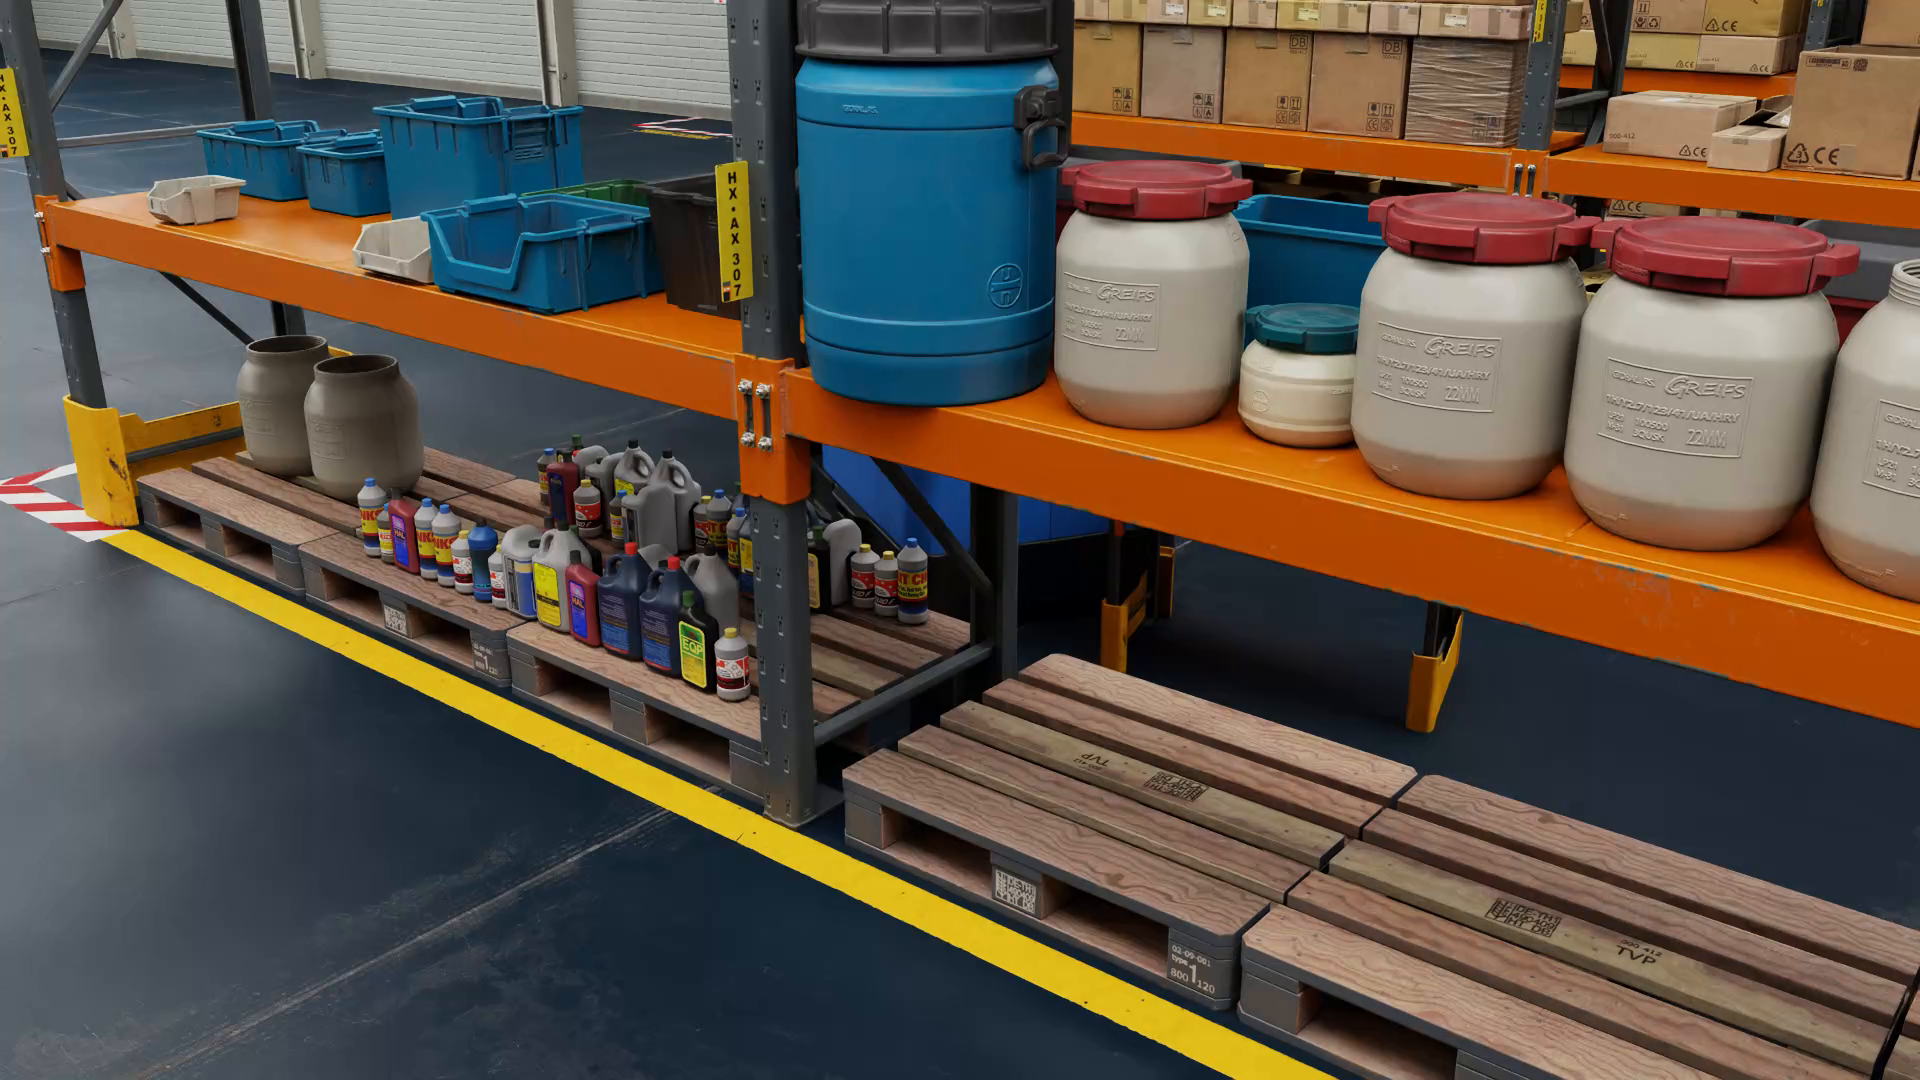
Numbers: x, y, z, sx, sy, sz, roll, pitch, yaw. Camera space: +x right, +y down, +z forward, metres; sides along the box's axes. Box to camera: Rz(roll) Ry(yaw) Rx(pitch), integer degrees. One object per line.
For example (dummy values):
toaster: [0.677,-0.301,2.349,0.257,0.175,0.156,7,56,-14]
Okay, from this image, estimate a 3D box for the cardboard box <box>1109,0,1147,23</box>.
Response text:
cardboard box: [1.021,-2.917,9.092,0.250,0.149,0.380,16,26,36]

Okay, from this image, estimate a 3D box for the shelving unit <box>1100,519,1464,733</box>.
shelving unit: [1.066,-0.279,5.281,1.083,1.500,0.587,9,22,22]

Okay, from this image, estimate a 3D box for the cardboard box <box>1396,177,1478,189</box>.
cardboard box: [3.904,-2.997,13.551,0.500,0.311,0.500,19,28,41]

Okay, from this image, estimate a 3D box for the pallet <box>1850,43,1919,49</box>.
pallet: [6.582,-3.163,11.076,1.213,0.211,1.003,16,26,36]

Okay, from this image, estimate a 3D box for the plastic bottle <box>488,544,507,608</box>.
plastic bottle: [-1.495,0.113,5.460,0.097,0.201,0.097,0,21,0]

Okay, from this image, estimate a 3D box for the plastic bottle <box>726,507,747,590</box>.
plastic bottle: [-0.734,0.023,5.598,0.097,0.271,0.097,0,21,0]

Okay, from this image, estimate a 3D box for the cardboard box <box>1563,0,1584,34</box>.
cardboard box: [2.867,-2.571,8.174,0.250,0.149,0.380,16,26,36]

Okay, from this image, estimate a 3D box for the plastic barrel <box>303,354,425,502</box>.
plastic barrel: [-2.335,-0.442,6.519,0.421,0.512,0.421,0,21,0]

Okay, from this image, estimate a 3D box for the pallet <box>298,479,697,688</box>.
pallet: [-1.626,0.117,6.059,1.213,0.211,1.003,16,26,36]

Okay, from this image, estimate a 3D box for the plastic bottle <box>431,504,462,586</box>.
plastic bottle: [-1.731,0.012,5.628,0.097,0.271,0.097,0,21,0]

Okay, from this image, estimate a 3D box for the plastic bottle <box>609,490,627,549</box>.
plastic bottle: [-1.207,-0.080,5.972,0.097,0.201,0.097,0,21,0]

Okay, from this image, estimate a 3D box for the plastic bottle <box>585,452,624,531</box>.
plastic bottle: [-1.296,-0.194,6.167,0.135,0.276,0.152,15,25,35]

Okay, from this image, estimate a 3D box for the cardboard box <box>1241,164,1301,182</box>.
cardboard box: [1.628,-1.892,9.672,0.500,0.500,0.500,16,26,36]

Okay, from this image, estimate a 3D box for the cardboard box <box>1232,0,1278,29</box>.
cardboard box: [1.624,-2.744,8.632,0.250,0.149,0.380,17,27,38]

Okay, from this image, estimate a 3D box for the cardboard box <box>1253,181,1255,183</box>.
cardboard box: [1.289,-1.745,9.284,0.500,0.500,0.500,16,26,36]

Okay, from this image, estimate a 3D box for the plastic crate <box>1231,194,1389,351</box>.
plastic crate: [0.869,-0.586,3.994,0.575,0.384,0.392,16,26,36]

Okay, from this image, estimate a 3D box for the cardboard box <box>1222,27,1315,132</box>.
cardboard box: [1.806,-2.481,8.854,0.500,0.500,0.700,17,26,37]

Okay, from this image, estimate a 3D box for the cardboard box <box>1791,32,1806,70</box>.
cardboard box: [5.853,-3.565,12.056,0.500,0.250,0.500,16,26,37]

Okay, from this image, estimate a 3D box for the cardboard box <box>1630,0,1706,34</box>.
cardboard box: [5.130,-3.883,11.837,0.500,0.500,0.500,16,26,36]

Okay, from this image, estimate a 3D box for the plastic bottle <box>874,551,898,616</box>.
plastic bottle: [-0.231,0.135,5.400,0.097,0.201,0.097,0,21,0]

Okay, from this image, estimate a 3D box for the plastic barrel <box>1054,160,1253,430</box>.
plastic barrel: [0.420,-0.545,3.669,0.433,0.535,0.433,0,21,0]

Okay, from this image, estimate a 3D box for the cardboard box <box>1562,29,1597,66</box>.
cardboard box: [4.743,-3.646,12.270,0.500,0.250,0.500,16,26,36]

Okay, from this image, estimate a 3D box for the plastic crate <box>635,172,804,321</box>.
plastic crate: [-0.507,-0.877,4.831,0.504,0.338,0.767,16,26,36]

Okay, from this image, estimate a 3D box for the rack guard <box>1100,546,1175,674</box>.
rack guard: [0.609,0.236,5.688,0.087,0.250,0.587,9,22,22]

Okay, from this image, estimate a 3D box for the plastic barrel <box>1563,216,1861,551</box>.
plastic barrel: [1.324,-0.284,2.979,0.433,0.535,0.433,0,21,0]

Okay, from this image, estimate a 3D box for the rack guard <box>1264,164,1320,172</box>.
rack guard: [3.042,-3.169,14.362,0.348,0.500,1.175,16,26,36]

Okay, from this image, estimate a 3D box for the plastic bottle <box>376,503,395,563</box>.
plastic bottle: [-1.993,-0.031,5.841,0.097,0.201,0.097,0,21,0]

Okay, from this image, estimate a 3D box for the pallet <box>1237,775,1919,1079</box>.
pallet: [1.400,0.987,3.752,1.213,0.211,1.003,16,26,36]

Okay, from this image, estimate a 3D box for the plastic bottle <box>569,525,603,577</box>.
plastic bottle: [-1.217,0.097,5.386,0.133,0.283,0.061,16,26,36]

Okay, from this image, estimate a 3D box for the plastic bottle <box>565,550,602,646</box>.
plastic bottle: [-1.165,0.178,5.171,0.133,0.283,0.061,18,27,40]

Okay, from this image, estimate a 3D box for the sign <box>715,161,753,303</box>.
sign: [-0.539,-0.736,3.977,0.005,0.325,0.100,16,26,36]

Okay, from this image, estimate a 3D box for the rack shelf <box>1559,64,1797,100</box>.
rack shelf: [4.532,-3.572,12.910,4.000,0.370,1.077,16,26,36]

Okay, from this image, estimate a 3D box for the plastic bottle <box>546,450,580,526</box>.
plastic bottle: [-1.470,-0.199,6.171,0.133,0.283,0.061,16,26,36]

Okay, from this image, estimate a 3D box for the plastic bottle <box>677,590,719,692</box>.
plastic bottle: [-0.764,0.293,4.865,0.133,0.283,0.061,18,27,39]

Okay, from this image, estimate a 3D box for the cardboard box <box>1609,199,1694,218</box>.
cardboard box: [5.253,-2.720,12.548,0.500,0.500,0.500,14,25,32]

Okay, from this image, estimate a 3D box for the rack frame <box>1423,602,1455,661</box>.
rack frame: [1.524,-0.208,5.095,0.032,1.500,0.500,9,22,22]

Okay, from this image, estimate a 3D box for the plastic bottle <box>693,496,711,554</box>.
plastic bottle: [-0.896,-0.056,5.908,0.097,0.201,0.097,0,21,0]

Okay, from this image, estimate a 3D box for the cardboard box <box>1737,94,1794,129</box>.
cardboard box: [3.750,-1.899,7.643,0.258,0.266,0.396,15,26,35]

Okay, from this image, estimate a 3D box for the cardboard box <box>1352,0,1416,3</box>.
cardboard box: [2.213,-2.971,8.316,0.500,0.500,0.700,16,26,36]

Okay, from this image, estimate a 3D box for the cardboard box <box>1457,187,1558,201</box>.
cardboard box: [2.791,-1.558,8.786,0.500,0.500,0.500,16,26,36]

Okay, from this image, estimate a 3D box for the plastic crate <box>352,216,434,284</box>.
plastic crate: [-1.600,-0.924,5.241,0.437,0.136,0.530,16,26,36]

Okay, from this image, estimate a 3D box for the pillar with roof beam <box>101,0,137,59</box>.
pillar with roof beam: [-17.243,-11.420,24.199,0.400,9.000,9.100,16,26,36]

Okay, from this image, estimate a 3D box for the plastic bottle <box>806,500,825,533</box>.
plastic bottle: [-0.545,-0.014,5.586,0.185,0.351,0.144,17,26,38]

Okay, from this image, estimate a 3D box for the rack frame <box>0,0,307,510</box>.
rack frame: [-3.281,-1.647,6.784,0.127,3.000,1.000,16,26,36]

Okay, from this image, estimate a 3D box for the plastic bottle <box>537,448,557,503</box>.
plastic bottle: [-1.581,-0.254,6.432,0.097,0.201,0.097,0,21,0]

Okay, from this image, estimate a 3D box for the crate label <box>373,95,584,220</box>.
crate label: [-1.684,-1.327,5.885,0.616,0.435,0.502,16,26,36]

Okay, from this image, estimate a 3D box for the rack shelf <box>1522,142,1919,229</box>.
rack shelf: [4.502,-1.325,6.950,4.000,0.370,1.077,16,26,36]

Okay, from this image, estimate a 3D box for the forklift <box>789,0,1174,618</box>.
forklift: [-0.224,-1.577,6.696,1.130,2.935,3.031,-8,22,-20]

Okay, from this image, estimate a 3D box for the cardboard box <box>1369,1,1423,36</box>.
cardboard box: [2.212,-2.574,8.181,0.250,0.149,0.380,15,25,35]
